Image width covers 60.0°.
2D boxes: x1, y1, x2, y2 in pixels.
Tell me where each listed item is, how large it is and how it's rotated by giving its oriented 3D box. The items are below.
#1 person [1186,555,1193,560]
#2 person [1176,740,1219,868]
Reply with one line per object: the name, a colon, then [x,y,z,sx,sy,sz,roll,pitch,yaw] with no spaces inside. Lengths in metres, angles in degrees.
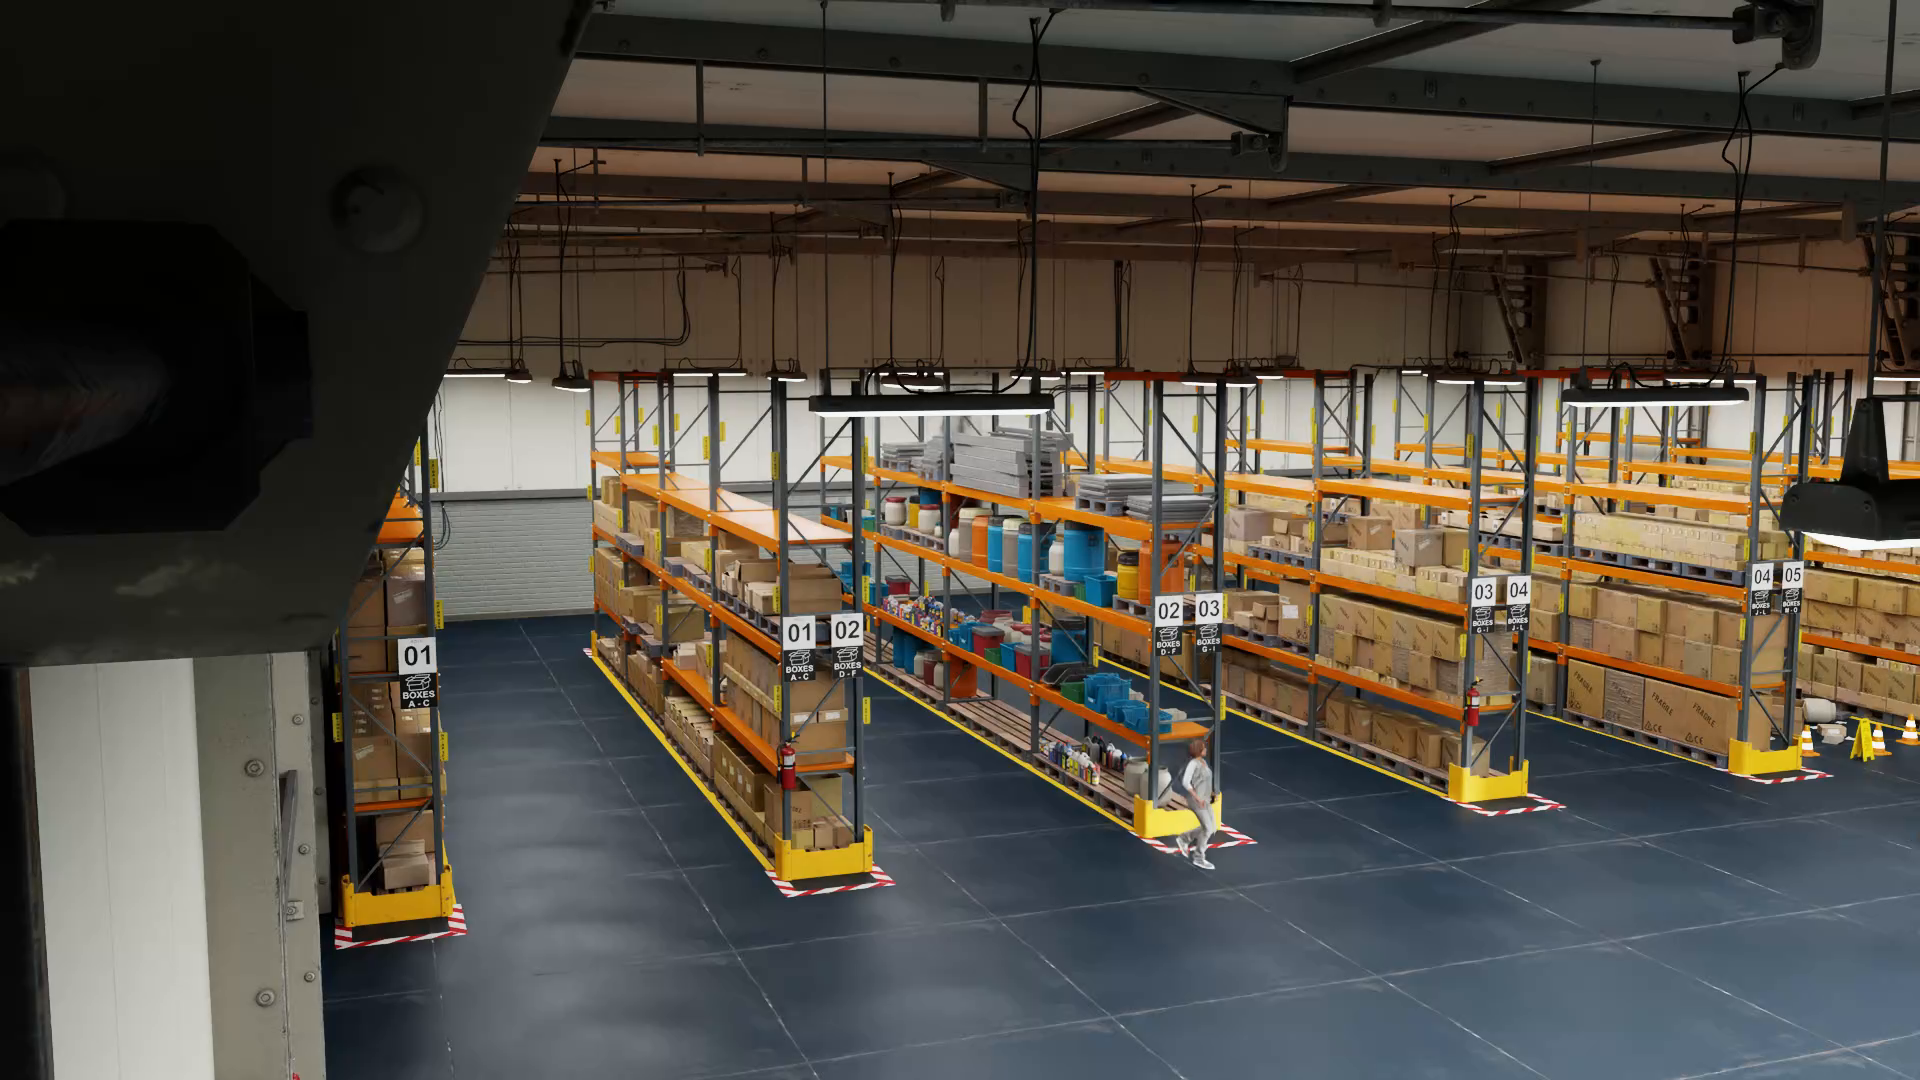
person: [5.311,1.176,39.013,0.578,1.694,0.868,-1,6,-10]
person: [2.958,3.274,20.688,0.511,1.560,0.586,3,7,26]
